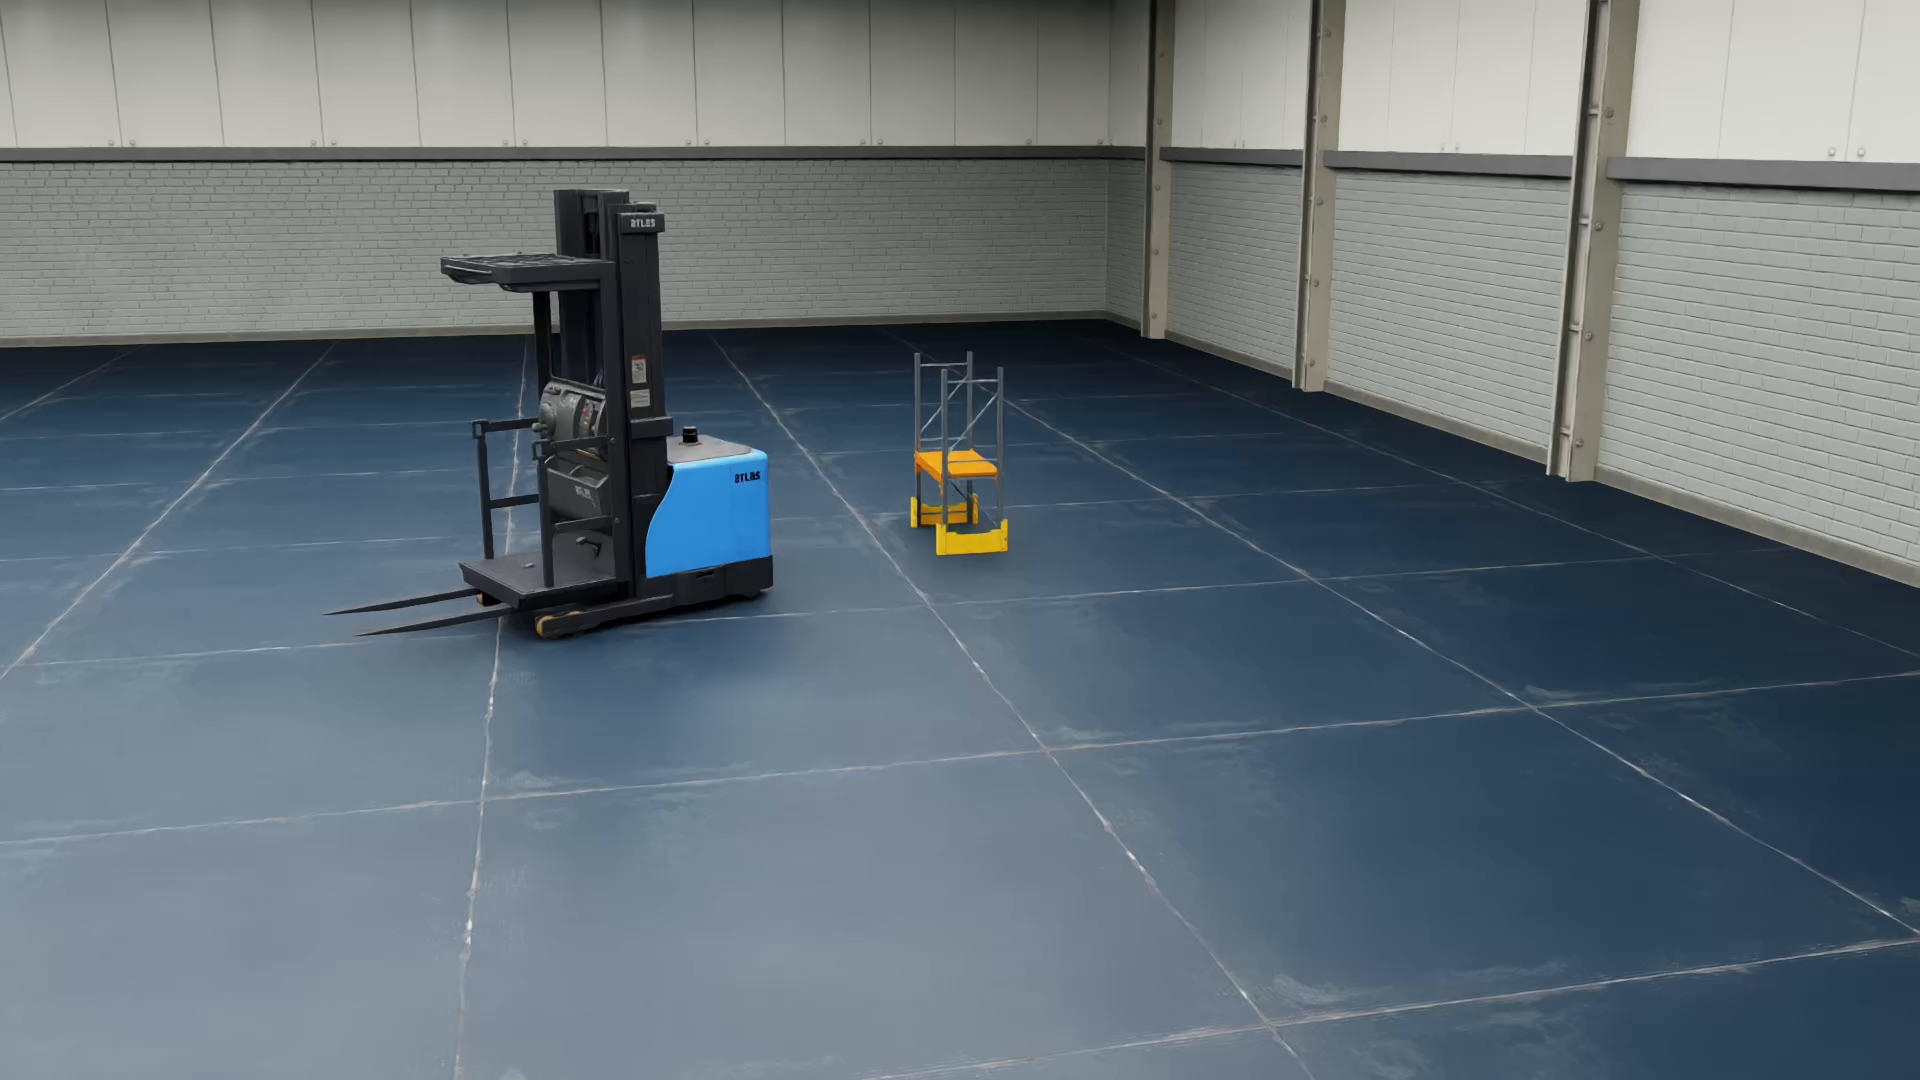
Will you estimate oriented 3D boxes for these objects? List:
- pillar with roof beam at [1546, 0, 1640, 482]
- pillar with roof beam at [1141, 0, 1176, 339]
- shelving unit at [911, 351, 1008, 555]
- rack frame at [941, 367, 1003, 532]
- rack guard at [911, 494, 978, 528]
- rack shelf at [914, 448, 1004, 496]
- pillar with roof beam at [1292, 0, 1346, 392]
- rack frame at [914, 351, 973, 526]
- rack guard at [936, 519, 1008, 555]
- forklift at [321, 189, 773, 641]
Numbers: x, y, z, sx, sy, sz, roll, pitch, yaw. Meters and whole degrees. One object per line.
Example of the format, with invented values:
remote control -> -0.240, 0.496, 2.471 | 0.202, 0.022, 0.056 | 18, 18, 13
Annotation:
pillar with roof beam -> 1.868, -4.754, 14.425 | 9.100, 9.000, 0.400 | -3, 14, -13
pillar with roof beam -> -0.951, -7.522, 25.756 | 9.100, 9.000, 0.400 | -3, 14, -13
shelving unit -> -0.018, -0.746, 13.821 | 0.587, 1.500, 1.083 | -3, 14, -13
rack frame -> 0.099, -0.631, 13.350 | 0.500, 1.500, 0.032 | -3, 14, -13
rack guard -> -0.135, -0.254, 14.440 | 0.587, 0.250, 0.087 | -3, 14, -13
rack shelf -> -0.020, -0.574, 13.872 | 0.538, 0.185, 1.000 | -3, 14, -13
pillar with roof beam -> 0.459, -6.138, 20.090 | 9.100, 9.000, 0.400 | -3, 14, -13
rack frame -> -0.139, -0.866, 14.310 | 0.500, 1.500, 0.032 | -3, 14, -13
rack guard -> 0.099, -0.024, 13.499 | 0.587, 0.250, 0.087 | -3, 14, -13
forklift -> -2.845, -0.889, 11.389 | 3.031, 2.935, 1.130 | -11, 17, -37
